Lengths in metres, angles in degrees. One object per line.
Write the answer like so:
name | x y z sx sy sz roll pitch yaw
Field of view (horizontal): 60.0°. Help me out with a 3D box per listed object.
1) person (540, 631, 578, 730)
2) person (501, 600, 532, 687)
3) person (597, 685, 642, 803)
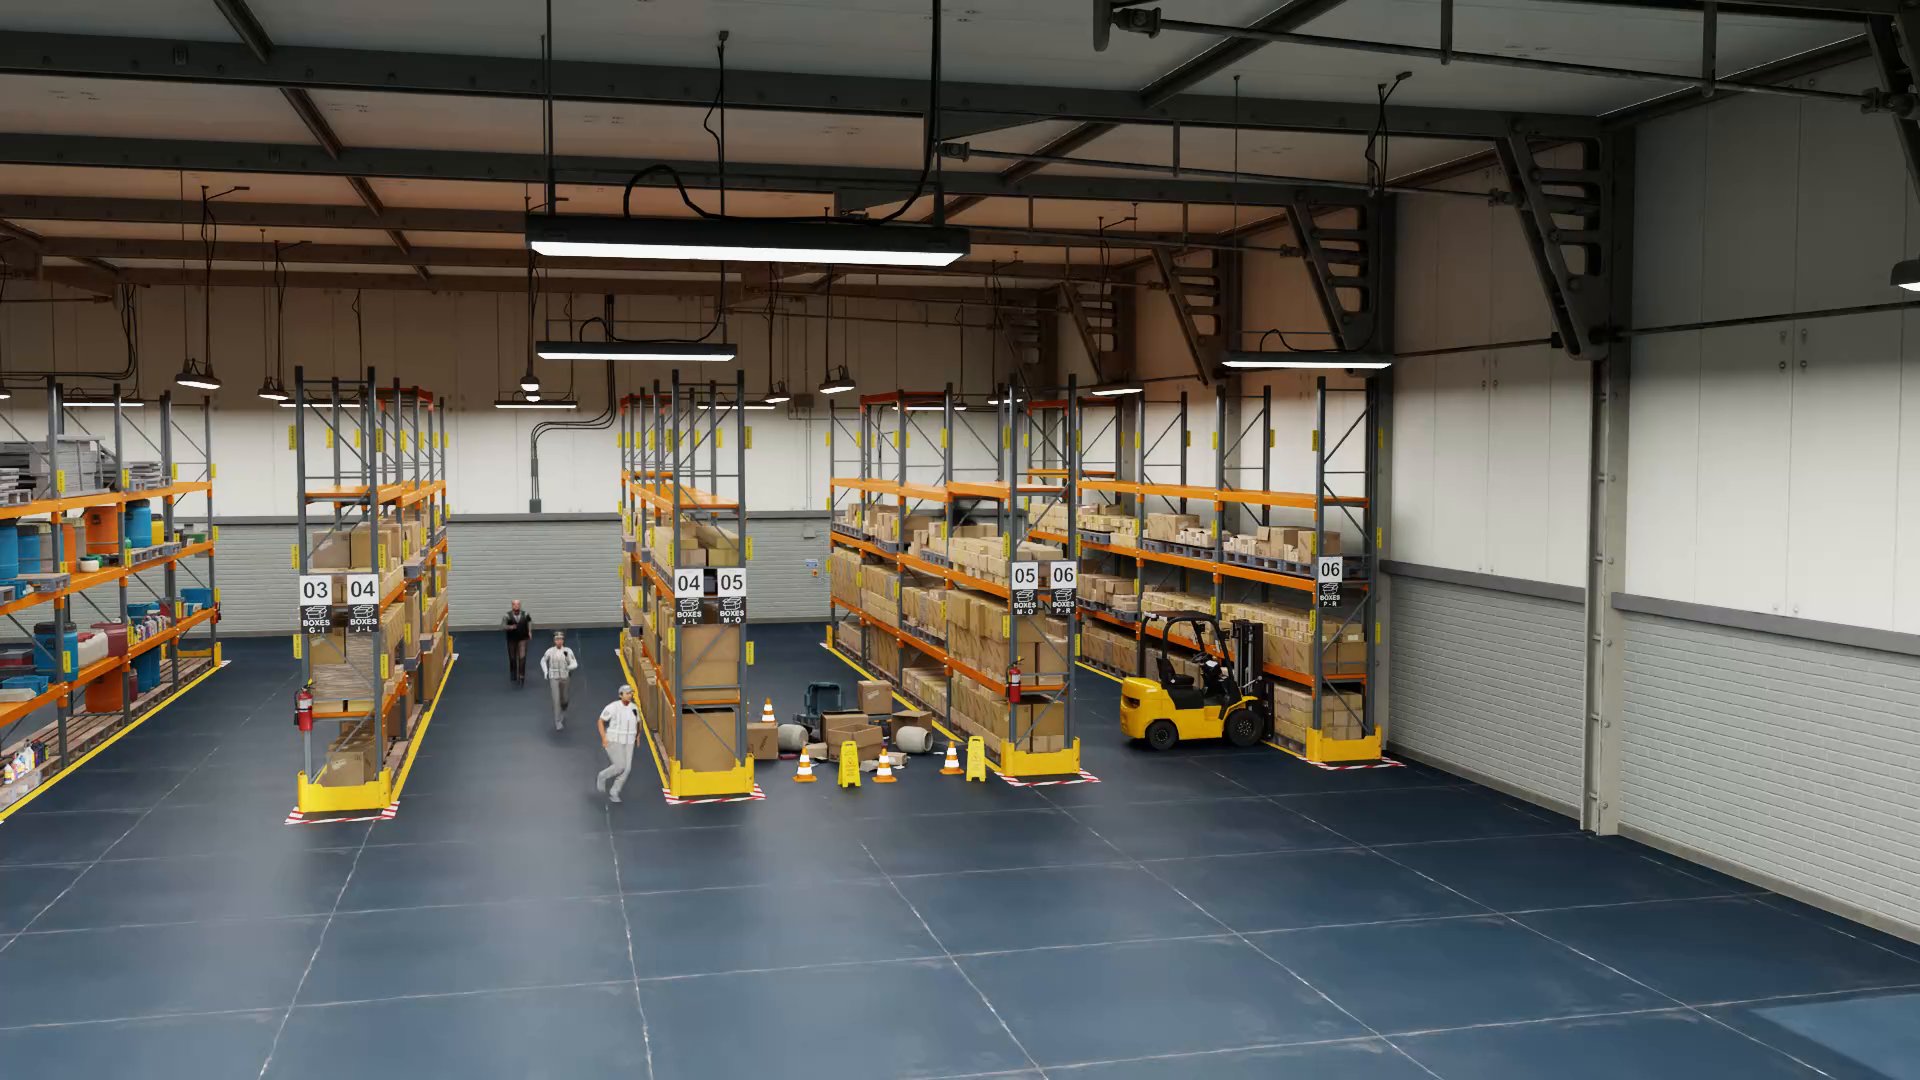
person | -7.000 2.423 29.054 0.624 1.669 0.874 -1 4 -17
person | -9.089 2.089 34.091 0.635 1.756 0.899 -1 4 -17
person | -4.699 2.824 23.199 0.648 1.593 0.529 -3 5 -41
